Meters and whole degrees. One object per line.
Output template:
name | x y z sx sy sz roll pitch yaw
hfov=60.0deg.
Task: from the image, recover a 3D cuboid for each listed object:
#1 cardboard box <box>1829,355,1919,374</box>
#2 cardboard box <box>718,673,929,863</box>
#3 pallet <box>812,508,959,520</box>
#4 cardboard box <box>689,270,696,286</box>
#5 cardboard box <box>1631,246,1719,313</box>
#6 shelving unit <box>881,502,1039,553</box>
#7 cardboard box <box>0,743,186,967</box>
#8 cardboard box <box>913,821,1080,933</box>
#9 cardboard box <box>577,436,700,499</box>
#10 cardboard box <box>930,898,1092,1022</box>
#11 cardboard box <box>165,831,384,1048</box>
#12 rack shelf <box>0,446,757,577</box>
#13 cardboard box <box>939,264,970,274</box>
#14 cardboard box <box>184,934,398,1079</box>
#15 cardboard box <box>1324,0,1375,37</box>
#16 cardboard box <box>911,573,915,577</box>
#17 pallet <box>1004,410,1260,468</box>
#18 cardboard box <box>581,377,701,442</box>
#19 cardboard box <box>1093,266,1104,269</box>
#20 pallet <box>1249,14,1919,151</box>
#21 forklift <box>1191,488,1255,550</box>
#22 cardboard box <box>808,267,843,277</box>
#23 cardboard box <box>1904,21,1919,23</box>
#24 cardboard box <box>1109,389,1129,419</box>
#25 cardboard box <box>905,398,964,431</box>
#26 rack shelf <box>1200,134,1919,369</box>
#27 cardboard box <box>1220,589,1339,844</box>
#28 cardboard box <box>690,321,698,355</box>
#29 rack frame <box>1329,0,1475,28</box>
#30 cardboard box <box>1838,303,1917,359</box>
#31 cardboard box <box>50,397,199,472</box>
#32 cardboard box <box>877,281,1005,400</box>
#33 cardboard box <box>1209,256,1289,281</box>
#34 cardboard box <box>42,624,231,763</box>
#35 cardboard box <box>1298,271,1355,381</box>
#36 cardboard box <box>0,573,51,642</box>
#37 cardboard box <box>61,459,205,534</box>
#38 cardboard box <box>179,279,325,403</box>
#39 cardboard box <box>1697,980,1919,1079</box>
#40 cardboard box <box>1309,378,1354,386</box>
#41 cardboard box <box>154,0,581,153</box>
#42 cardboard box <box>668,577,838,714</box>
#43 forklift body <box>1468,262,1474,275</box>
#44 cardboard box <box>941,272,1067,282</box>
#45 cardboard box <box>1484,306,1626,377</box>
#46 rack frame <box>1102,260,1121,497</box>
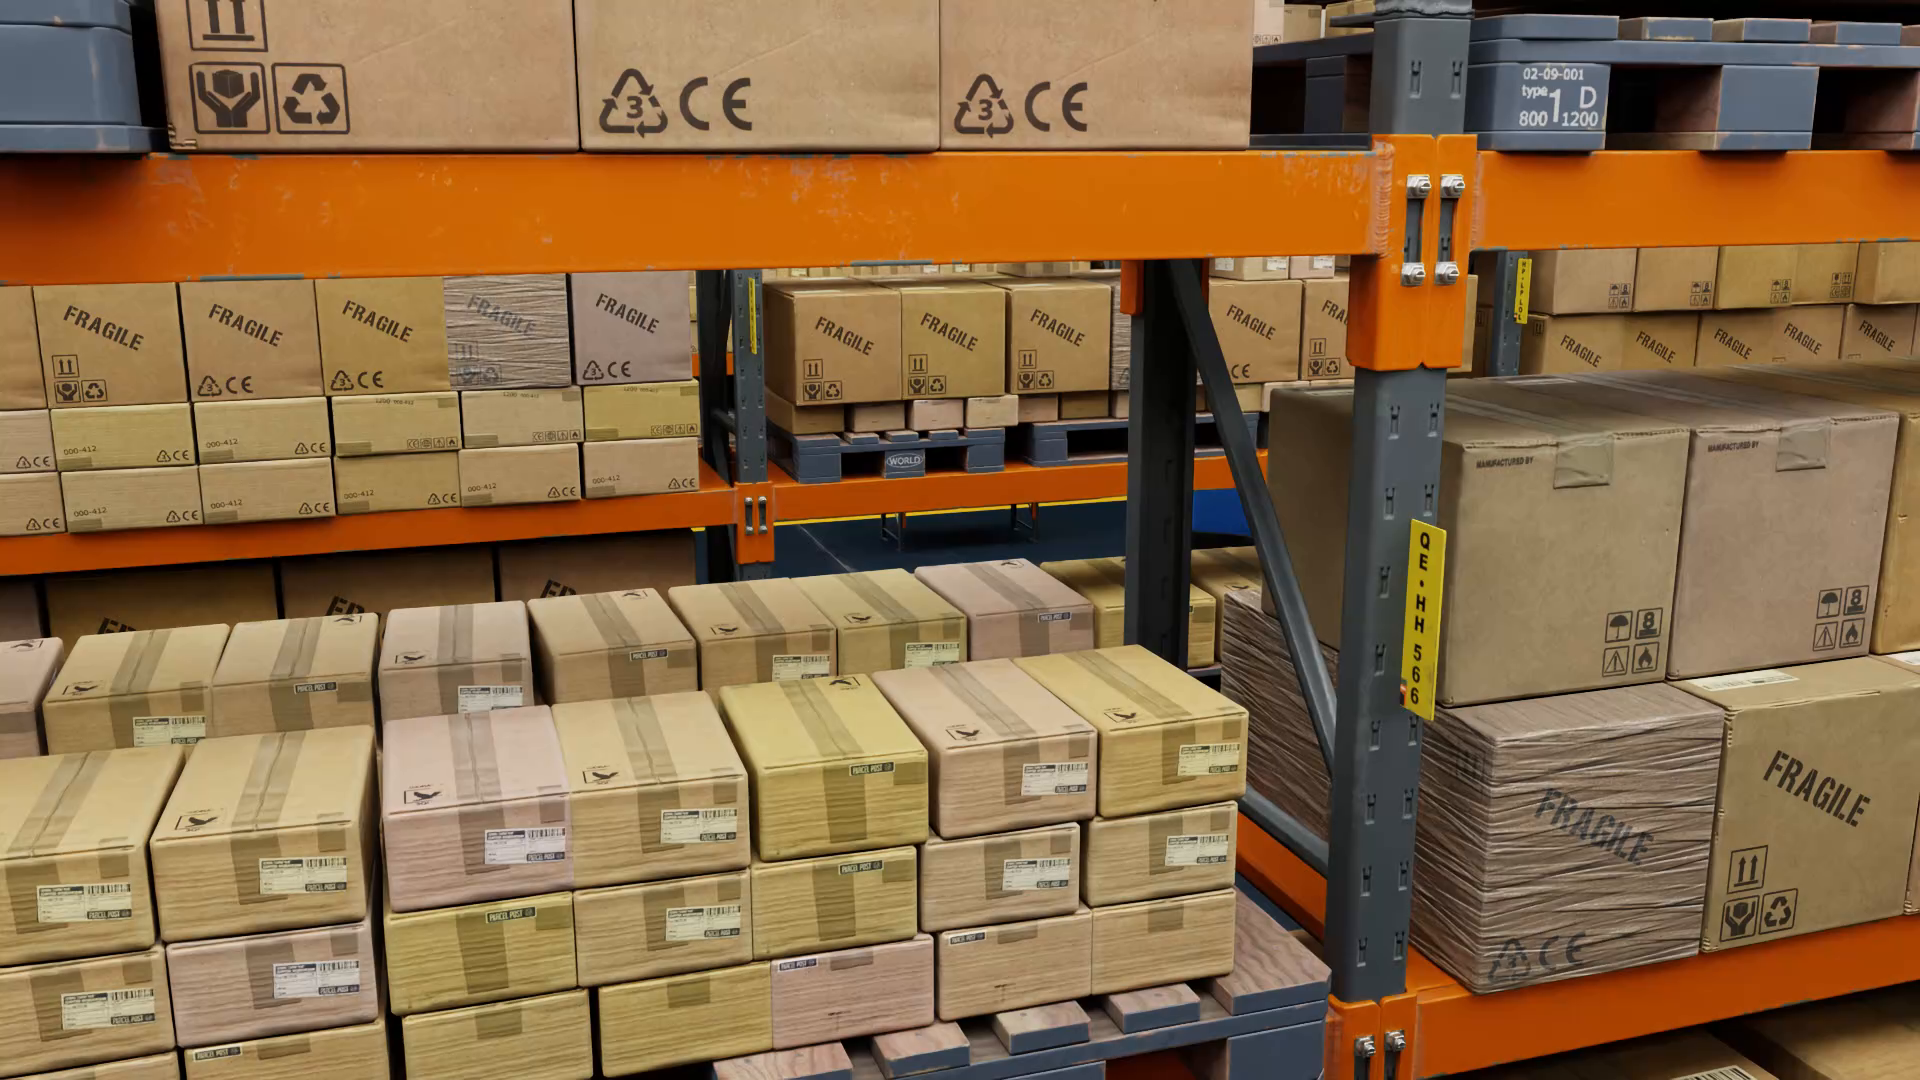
cardboard box | 2.464 -0.140 3.874 0.500 0.500 0.700 -5 14 -19
cardboard box | -0.219 0.342 2.572 0.250 0.149 0.380 -4 14 -16
pallet | -0.728 -0.412 13.418 1.213 0.211 1.003 -4 14 -18
cardboard box | -2.026 -1.970 12.326 0.250 0.149 0.380 -4 14 -17
cardboard box | 3.680 -1.532 9.080 0.500 0.500 0.700 -4 14 -18
shelving unit | -0.006 -0.547 12.011 1.048 1.125 0.538 -4 14 -18
cardboard box | -1.205 0.419 2.250 0.250 0.149 0.380 -4 14 -16
cardboard box | 0.011 0.469 2.681 0.250 0.149 0.380 -4 14 -16
cardboard box | -1.485 -0.372 7.547 0.500 0.250 0.500 -5 14 -20
cardboard box | 0.029 0.613 2.721 0.250 0.149 0.380 -4 14 -18
cardboard box | -0.959 0.545 2.363 0.250 0.149 0.380 -4 14 -17
rack shelf | -2.984 -0.041 7.388 4.000 0.370 1.077 -4 14 -18
cardboard box | -0.100 -2.129 12.993 0.250 0.149 0.380 -5 14 -19
cardboard box | -0.952 0.688 2.403 0.250 0.149 0.380 -4 14 -16
cardboard box | 2.194 -2.597 8.433 0.500 0.250 0.500 -4 14 -17
cardboard box | 0.147 0.440 8.584 0.625 0.372 0.950 -5 14 -19
pallet | 0.775 -0.600 8.600 1.213 0.211 1.003 -4 14 -18
cardboard box | -1.466 -0.618 7.501 0.500 0.250 0.500 -5 14 -18
cardboard box | 1.456 -2.063 14.119 0.500 0.500 0.500 -5 14 -18
pallet | 1.180 -0.887 3.316 1.003 0.211 1.213 -4 14 -15
forklift | 3.051 -1.192 10.819 3.031 2.935 1.130 4 14 18
cardboard box | -1.059 -2.048 12.652 0.250 0.149 0.380 -4 14 -17
cardboard box | 2.304 -1.209 3.332 0.500 0.311 0.500 -5 14 -19
cardboard box | 0.826 -0.713 8.292 0.250 0.149 0.380 -4 14 -16
cardboard box | -0.168 -0.628 7.935 0.250 0.149 0.380 -5 14 -22
rack shelf | 2.482 -0.717 3.749 4.000 0.370 1.077 -4 14 -18
cardboard box | 0.928 0.399 3.769 0.500 0.500 0.500 -4 14 -18
cardboard box | -2.176 -1.533 12.431 0.500 0.250 0.500 -4 14 -18
rack frame | 0.586 -2.379 2.699 0.127 3.000 1.000 -4 14 -18
cardboard box | 5.116 -1.150 9.636 0.500 0.500 0.500 -5 14 -18
cardboard box | -3.400 -0.460 6.840 0.500 0.250 0.500 -4 14 -17
cardboard box | -0.096 -0.959 7.925 0.500 0.500 0.500 -4 14 -15
cardboard box | 1.436 -1.384 8.313 0.250 0.149 0.380 -5 14 -20
cardboard box | -1.396 0.275 2.856 0.250 0.149 0.380 -5 14 -19
cardboard box | 1.869 -1.110 8.562 0.500 0.500 0.500 -4 14 -18
cardboard box | -4.317 0.523 7.148 0.875 0.875 0.875 -4 14 -16
cardboard box | -3.397 -0.218 6.901 0.500 0.250 0.500 -5 14 -19
cardboard box | -2.933 -0.868 6.932 0.500 0.500 0.500 -5 14 -19
cardboard box | 2.020 1.339 3.985 0.750 0.750 1.050 -4 14 -17
cardboard box | 1.815 -0.775 8.554 0.250 0.149 0.380 -5 14 -19
cardboard box | -0.819 -0.795 2.304 0.500 0.500 0.500 -4 14 -18
cardboard box | -0.401 0.197 3.182 0.250 0.149 0.380 -5 14 -18
forklift body | 3.692 -1.265 12.811 1.214 2.155 2.313 -4 14 -18
cardboard box | 0.218 -1.109 8.557 0.500 0.500 0.500 -5 14 -22
cardboard box | 3.209 -0.999 9.000 0.500 0.500 0.500 -4 14 -18
rack frame | 1.116 -1.922 13.742 0.127 3.000 1.000 -4 14 -18
